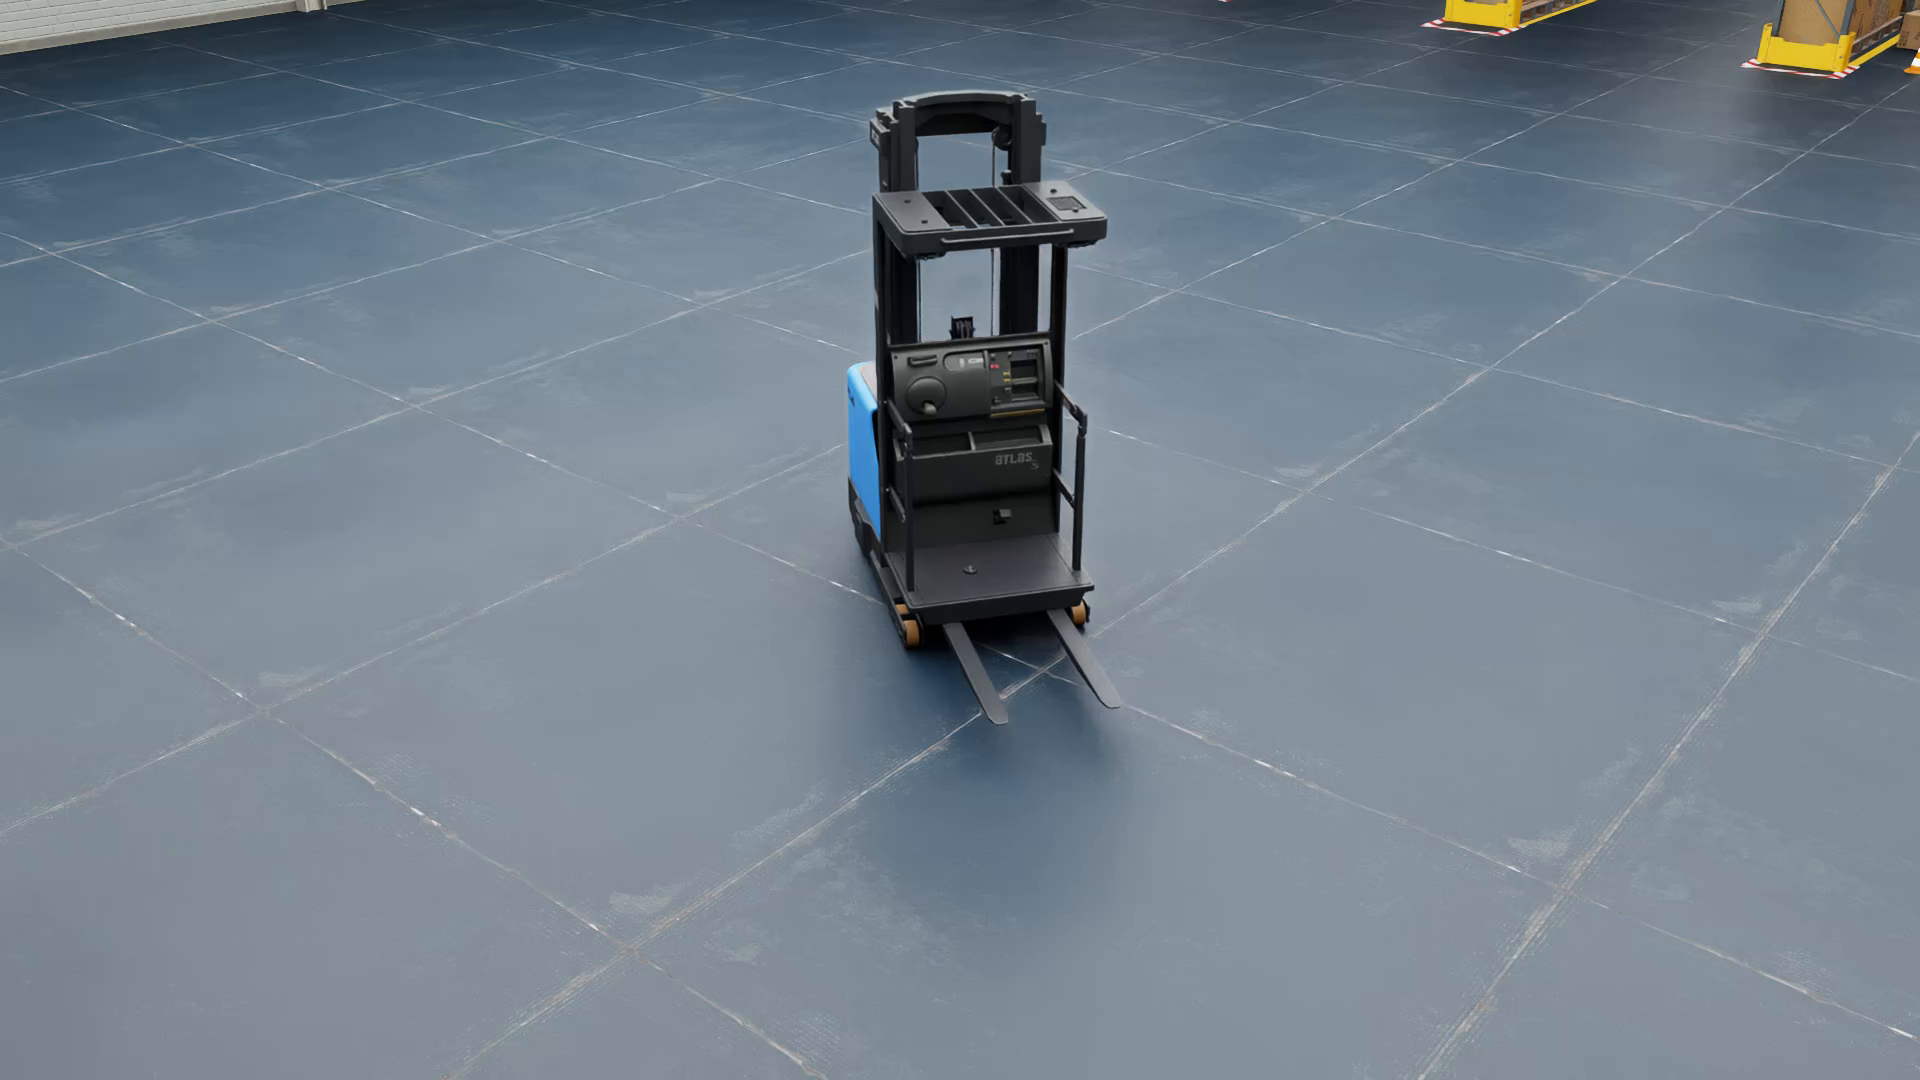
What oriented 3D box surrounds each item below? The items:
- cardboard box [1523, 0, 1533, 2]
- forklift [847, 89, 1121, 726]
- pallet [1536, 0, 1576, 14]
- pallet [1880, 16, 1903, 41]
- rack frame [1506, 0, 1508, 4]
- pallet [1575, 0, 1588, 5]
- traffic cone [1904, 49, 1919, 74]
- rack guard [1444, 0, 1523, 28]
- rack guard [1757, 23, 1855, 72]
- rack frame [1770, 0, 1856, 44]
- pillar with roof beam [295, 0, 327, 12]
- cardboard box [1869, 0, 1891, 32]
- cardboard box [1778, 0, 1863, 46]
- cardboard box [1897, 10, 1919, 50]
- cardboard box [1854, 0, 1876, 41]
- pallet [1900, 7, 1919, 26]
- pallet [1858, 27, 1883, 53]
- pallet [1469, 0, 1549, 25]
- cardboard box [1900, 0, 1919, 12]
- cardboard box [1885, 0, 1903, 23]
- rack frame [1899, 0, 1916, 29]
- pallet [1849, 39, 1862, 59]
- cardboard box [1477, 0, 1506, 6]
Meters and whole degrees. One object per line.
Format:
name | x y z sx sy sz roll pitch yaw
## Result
cardboard box | 9.161 -9.198 27.529 0.500 0.500 0.500 -18 32 -31
forklift | 0.128 -0.876 9.254 1.130 2.935 3.031 -7 28 -13
pallet | 9.765 -9.180 28.265 1.003 0.211 1.213 21 34 34
pallet | 14.160 -8.131 26.237 1.003 0.211 1.213 21 34 34
rack frame | 8.397 -9.683 26.203 1.000 3.000 0.127 21 34 34
pallet | 10.541 -9.614 29.105 1.003 0.211 1.213 21 34 34
traffic cone | 13.593 -6.844 23.476 0.336 0.463 0.334 21 34 34
rack guard | 8.445 -8.600 26.830 1.175 0.500 0.348 21 34 34
rack guard | 12.144 -7.079 23.890 1.175 0.500 0.348 21 34 34
rack frame | 12.160 -8.198 23.332 1.000 3.000 0.127 21 34 34
pillar with roof beam | -7.603 -11.679 23.532 9.100 9.000 0.400 21 34 34
cardboard box | 13.680 -8.335 25.454 0.875 0.875 0.875 21 34 35
cardboard box | 12.540 -7.700 24.226 0.875 0.875 0.875 21 34 35
cardboard box | 14.508 -7.656 25.003 0.500 0.500 0.500 -21 34 -35
cardboard box | 13.098 -8.013 24.830 0.875 0.875 0.875 20 34 34
pallet | 15.137 -8.673 27.285 1.003 0.211 1.213 21 34 34
pallet | 13.384 -7.696 25.397 1.003 0.211 1.213 21 34 34
pallet | 8.989 -8.749 27.433 1.003 0.211 1.213 21 34 34
cardboard box | 15.029 -9.050 26.970 1.050 0.750 0.750 21 34 34
cardboard box | 14.250 -8.656 26.073 0.875 0.875 0.875 21 34 35
rack frame | 14.704 -9.616 26.073 1.000 3.000 0.127 21 34 34
pallet | 12.608 -7.265 24.565 1.003 0.211 1.213 21 34 34
cardboard box | 8.807 -8.976 27.100 0.500 0.500 0.500 -21 34 -35
